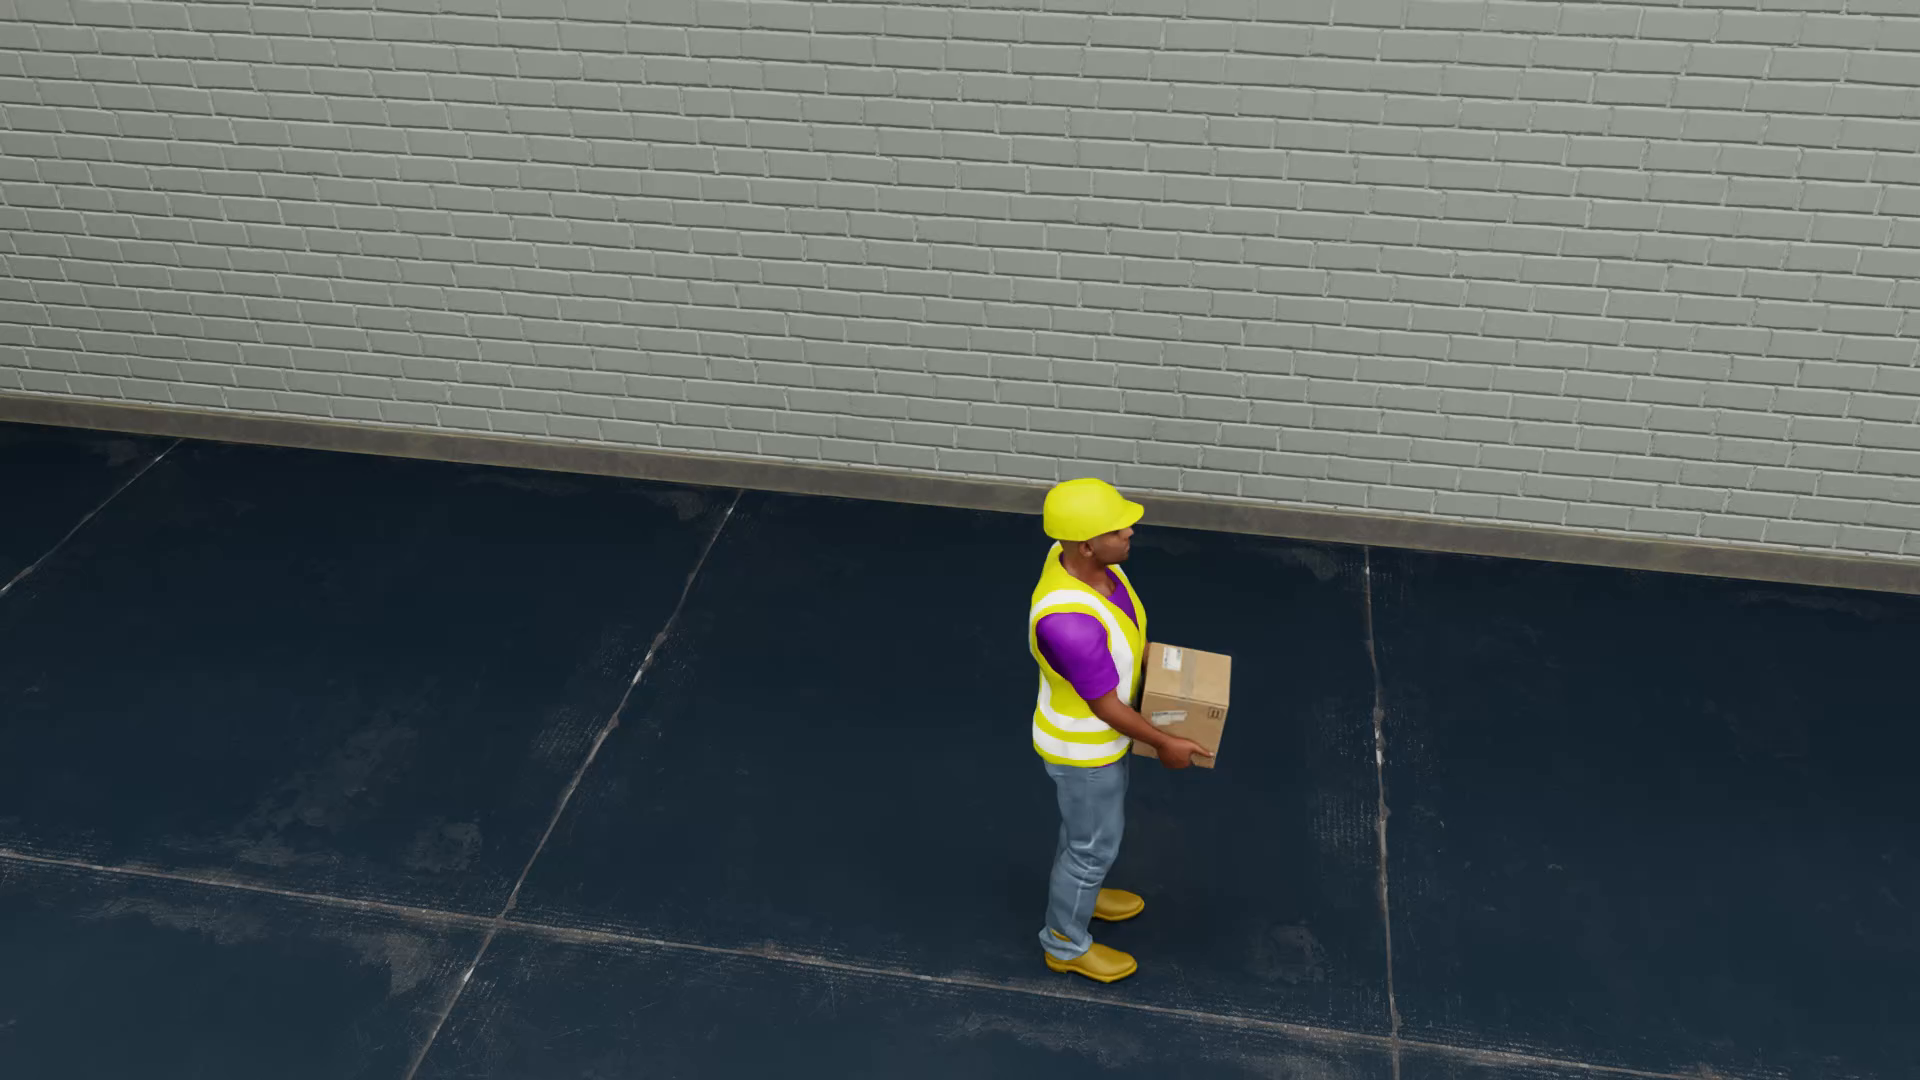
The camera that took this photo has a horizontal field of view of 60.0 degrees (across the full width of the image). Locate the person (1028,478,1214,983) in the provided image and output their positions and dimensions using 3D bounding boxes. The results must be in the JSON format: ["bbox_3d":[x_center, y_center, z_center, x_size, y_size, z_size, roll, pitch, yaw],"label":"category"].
[{"bbox_3d":[0.499,0.597,5.166,0.573,1.767,0.521,5,33,8],"label":"person"}]
